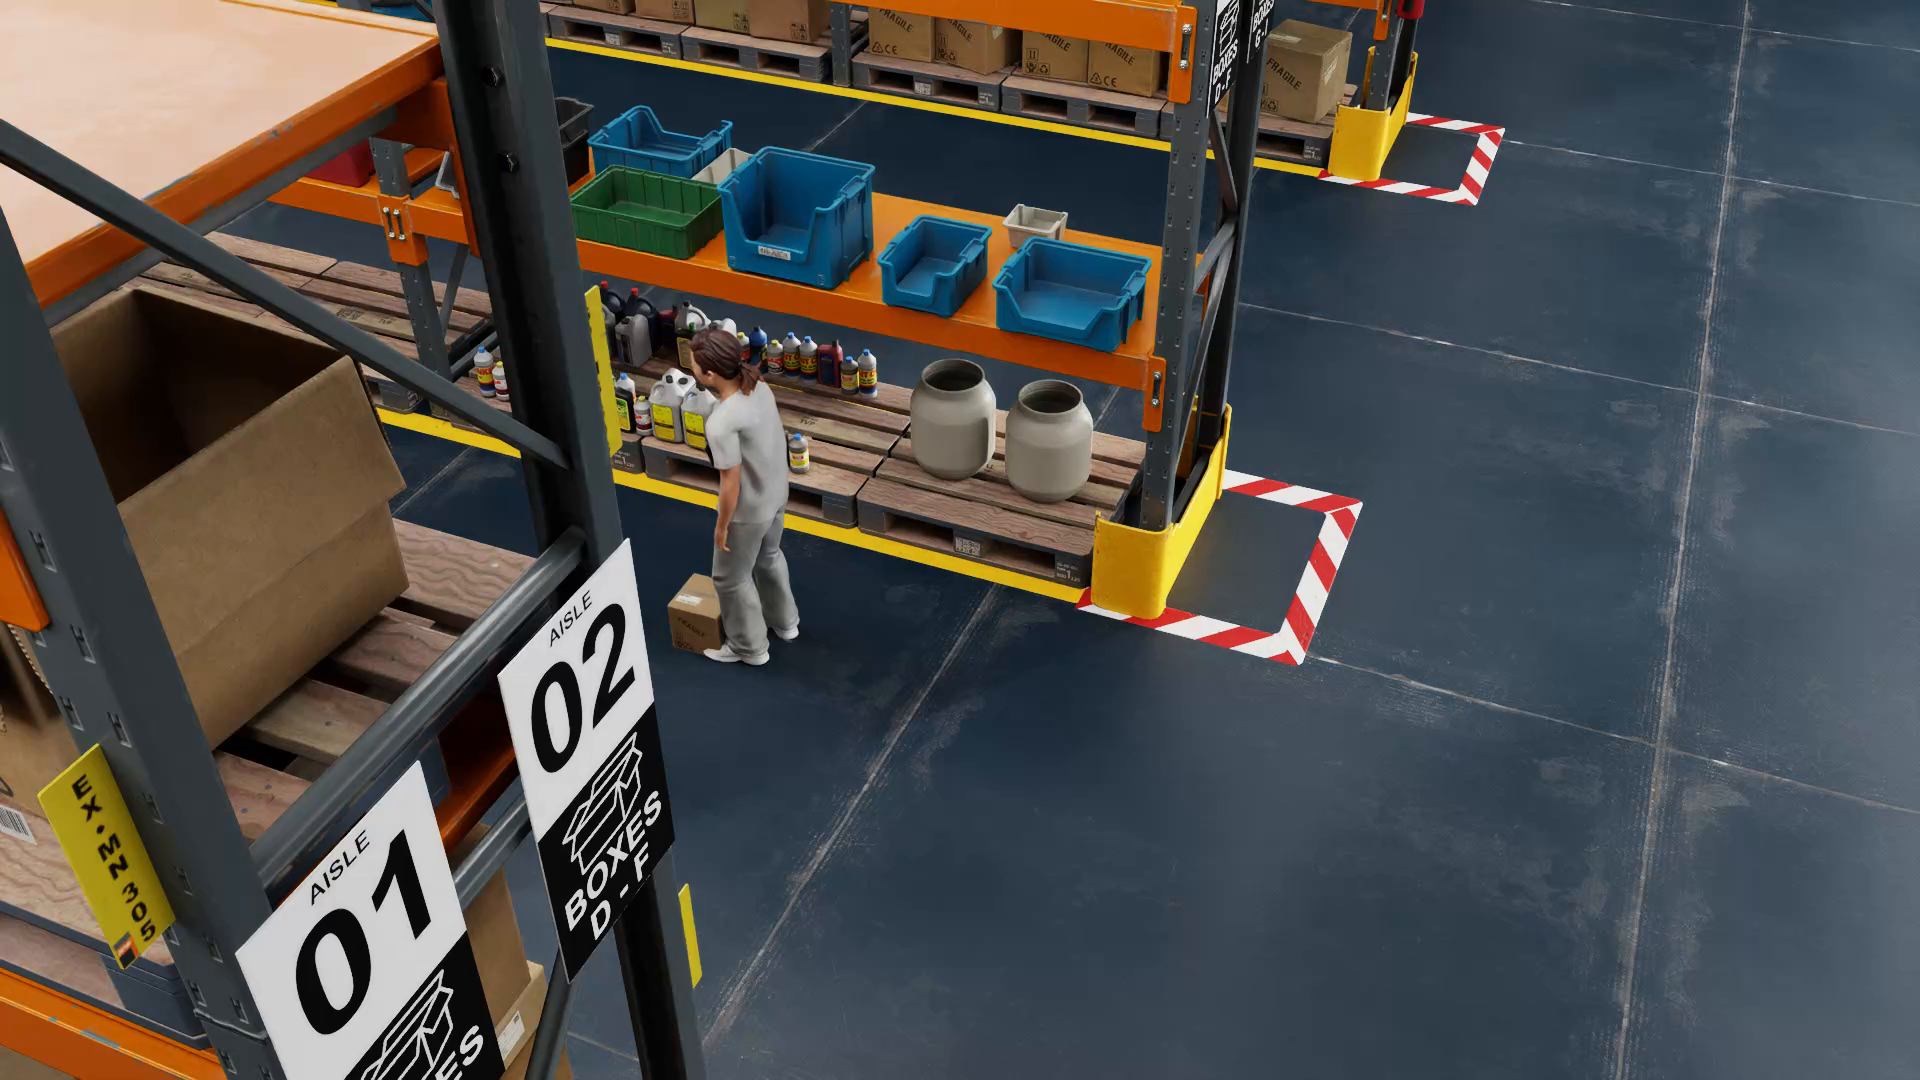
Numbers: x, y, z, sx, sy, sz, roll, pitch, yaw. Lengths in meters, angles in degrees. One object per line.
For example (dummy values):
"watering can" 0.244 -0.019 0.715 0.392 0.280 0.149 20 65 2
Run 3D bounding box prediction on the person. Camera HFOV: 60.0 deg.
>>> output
"person" -0.933 -0.169 7.041 0.416 1.671 0.502 12 39 15
